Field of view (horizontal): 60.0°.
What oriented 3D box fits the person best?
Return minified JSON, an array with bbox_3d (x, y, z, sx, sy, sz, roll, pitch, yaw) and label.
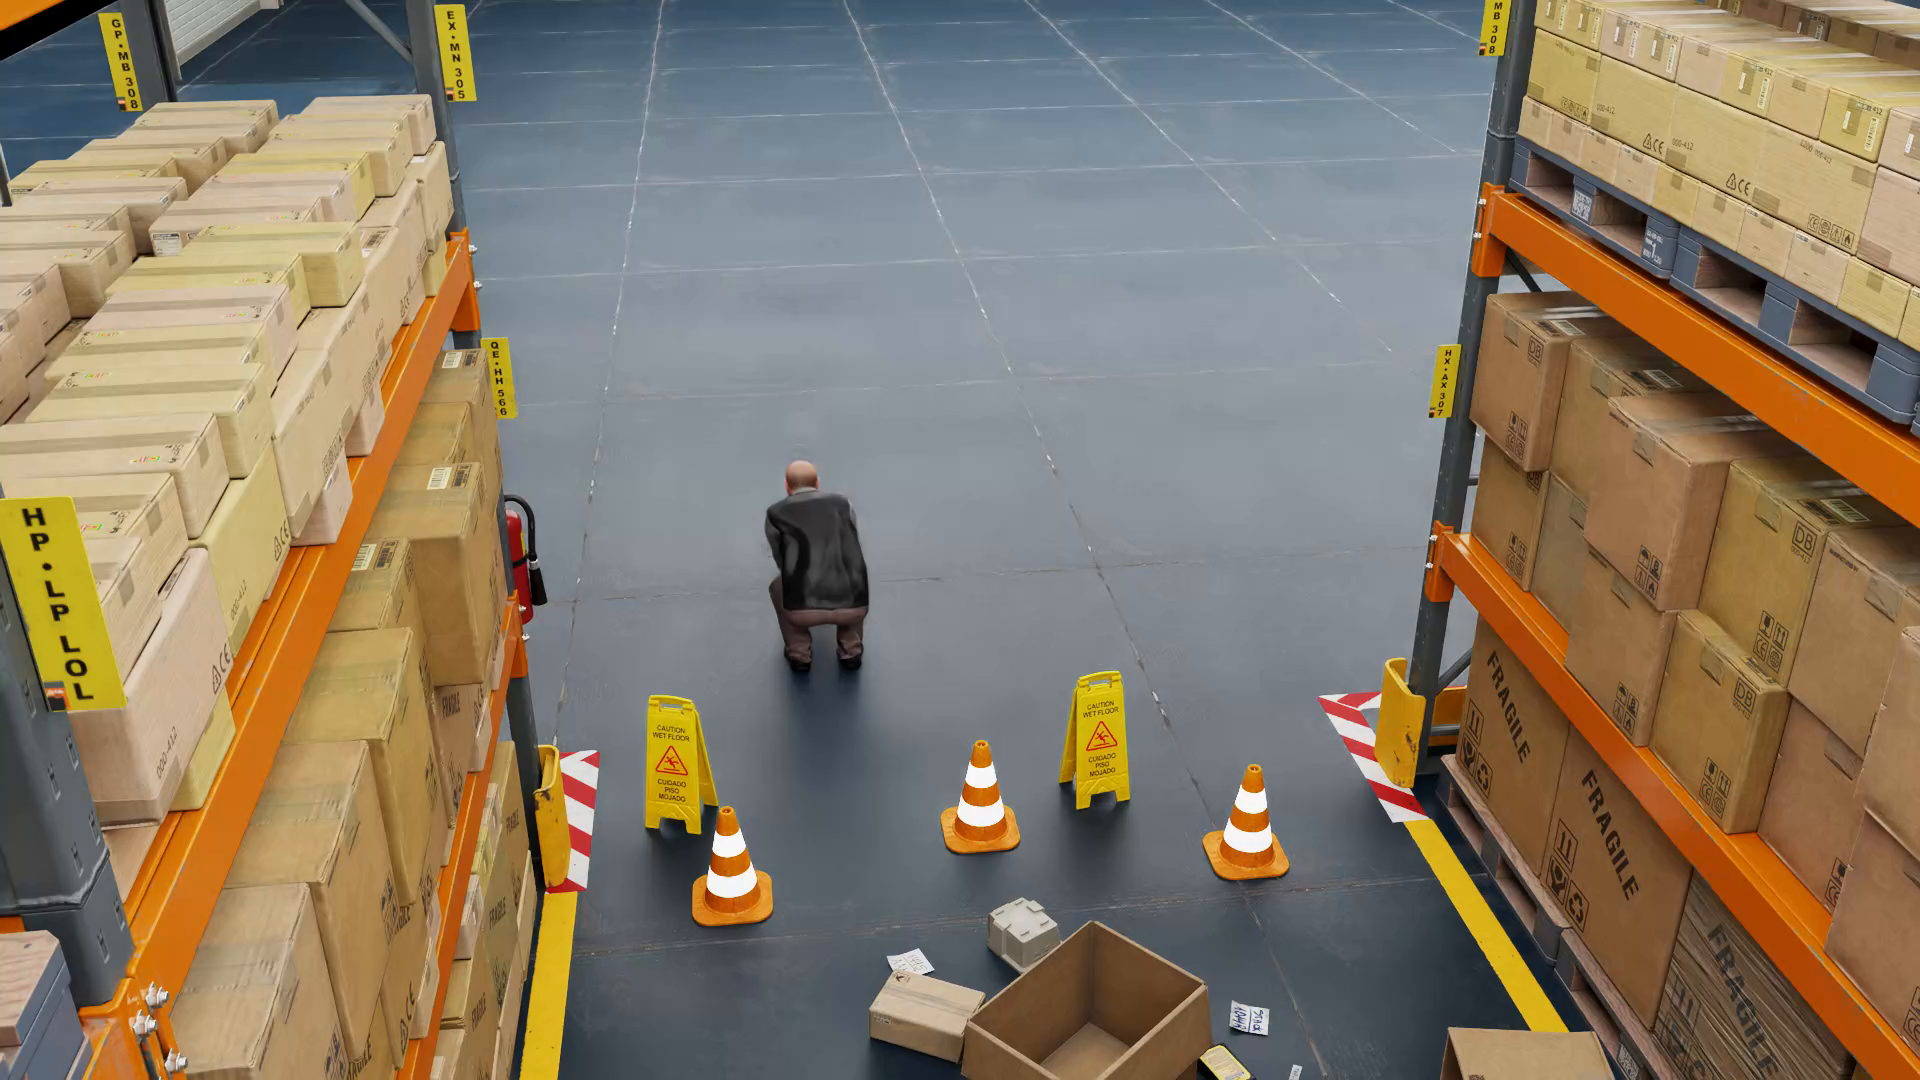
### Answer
[{"bbox_3d":[-0.748,0.136,8.722,0.523,0.970,0.881,-4,27,-8],"label":"person"}]
